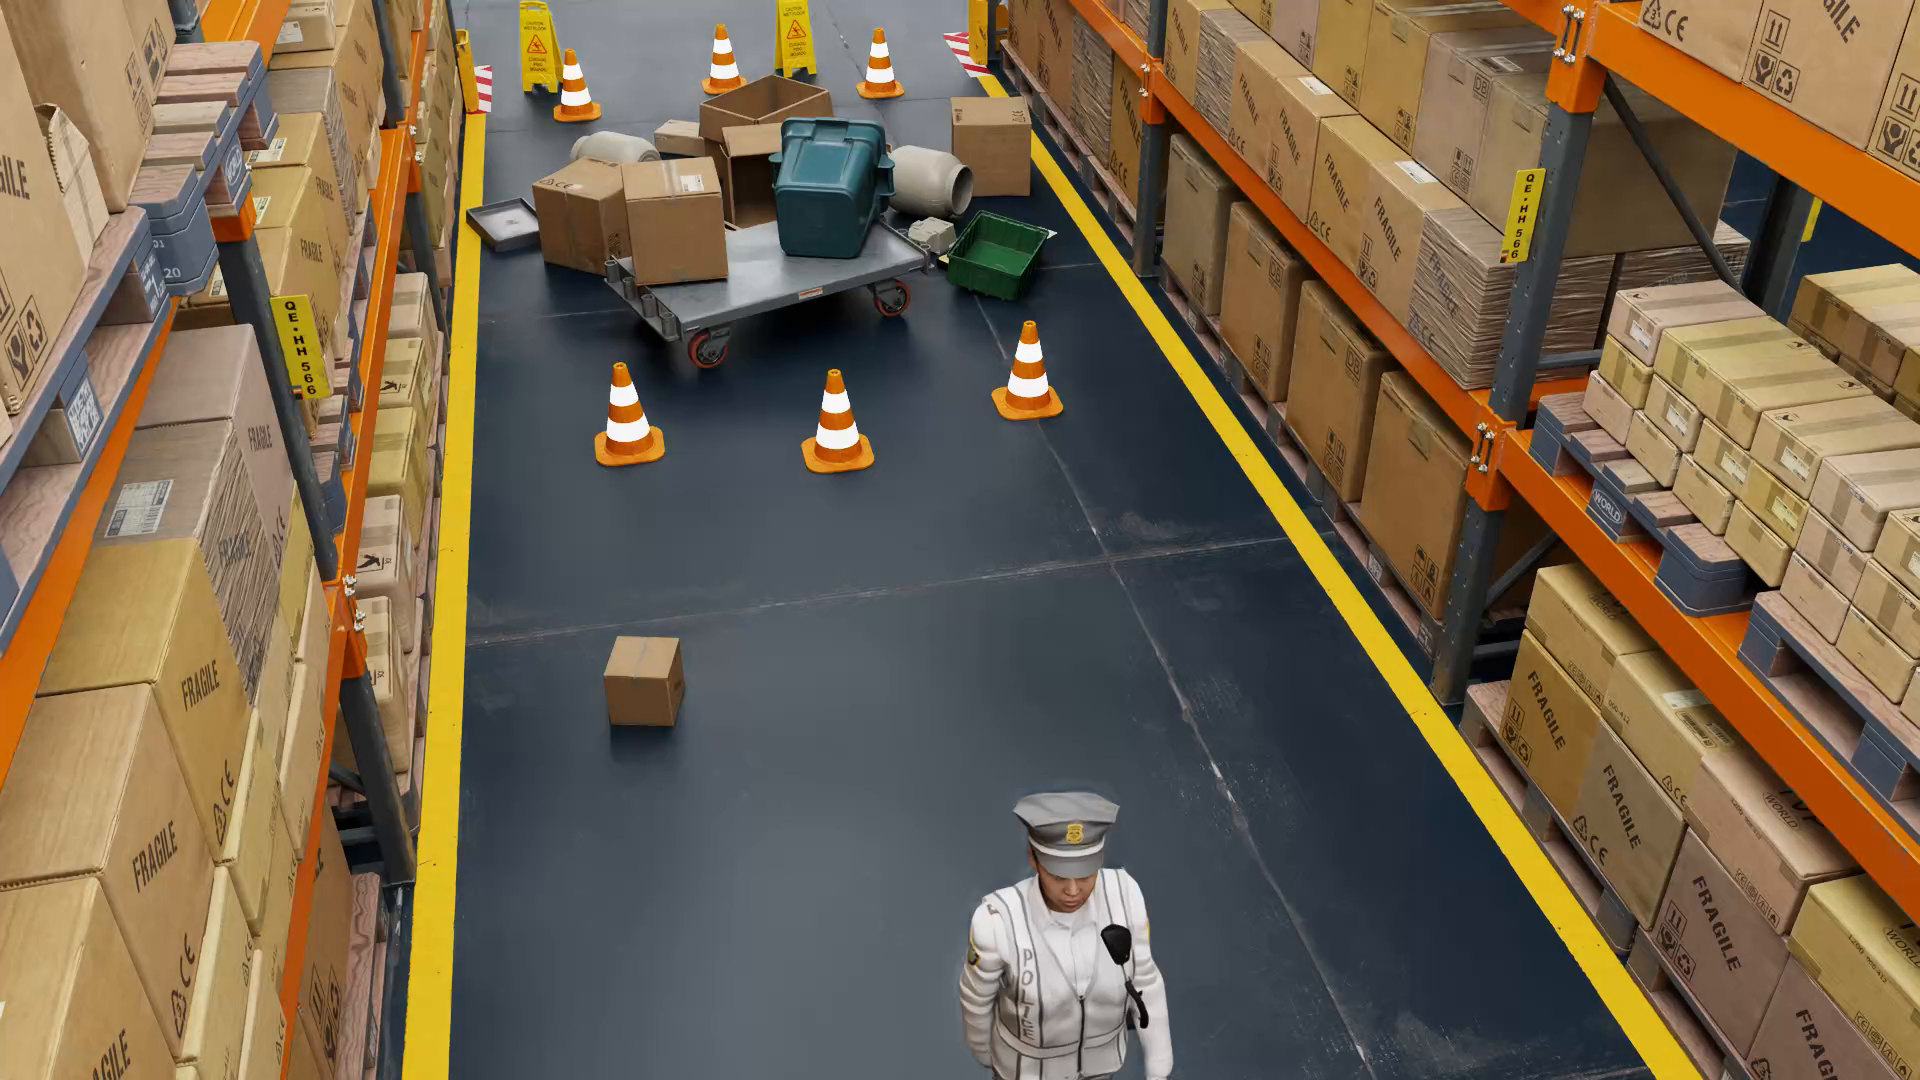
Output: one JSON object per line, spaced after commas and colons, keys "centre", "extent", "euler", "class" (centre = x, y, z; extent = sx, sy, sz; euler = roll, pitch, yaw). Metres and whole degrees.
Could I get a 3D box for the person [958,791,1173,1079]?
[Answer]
{"centre": [0.294, 1.347, 4.156], "extent": [0.488, 1.690, 0.829], "euler": [-12, 36, -17], "class": "person"}
